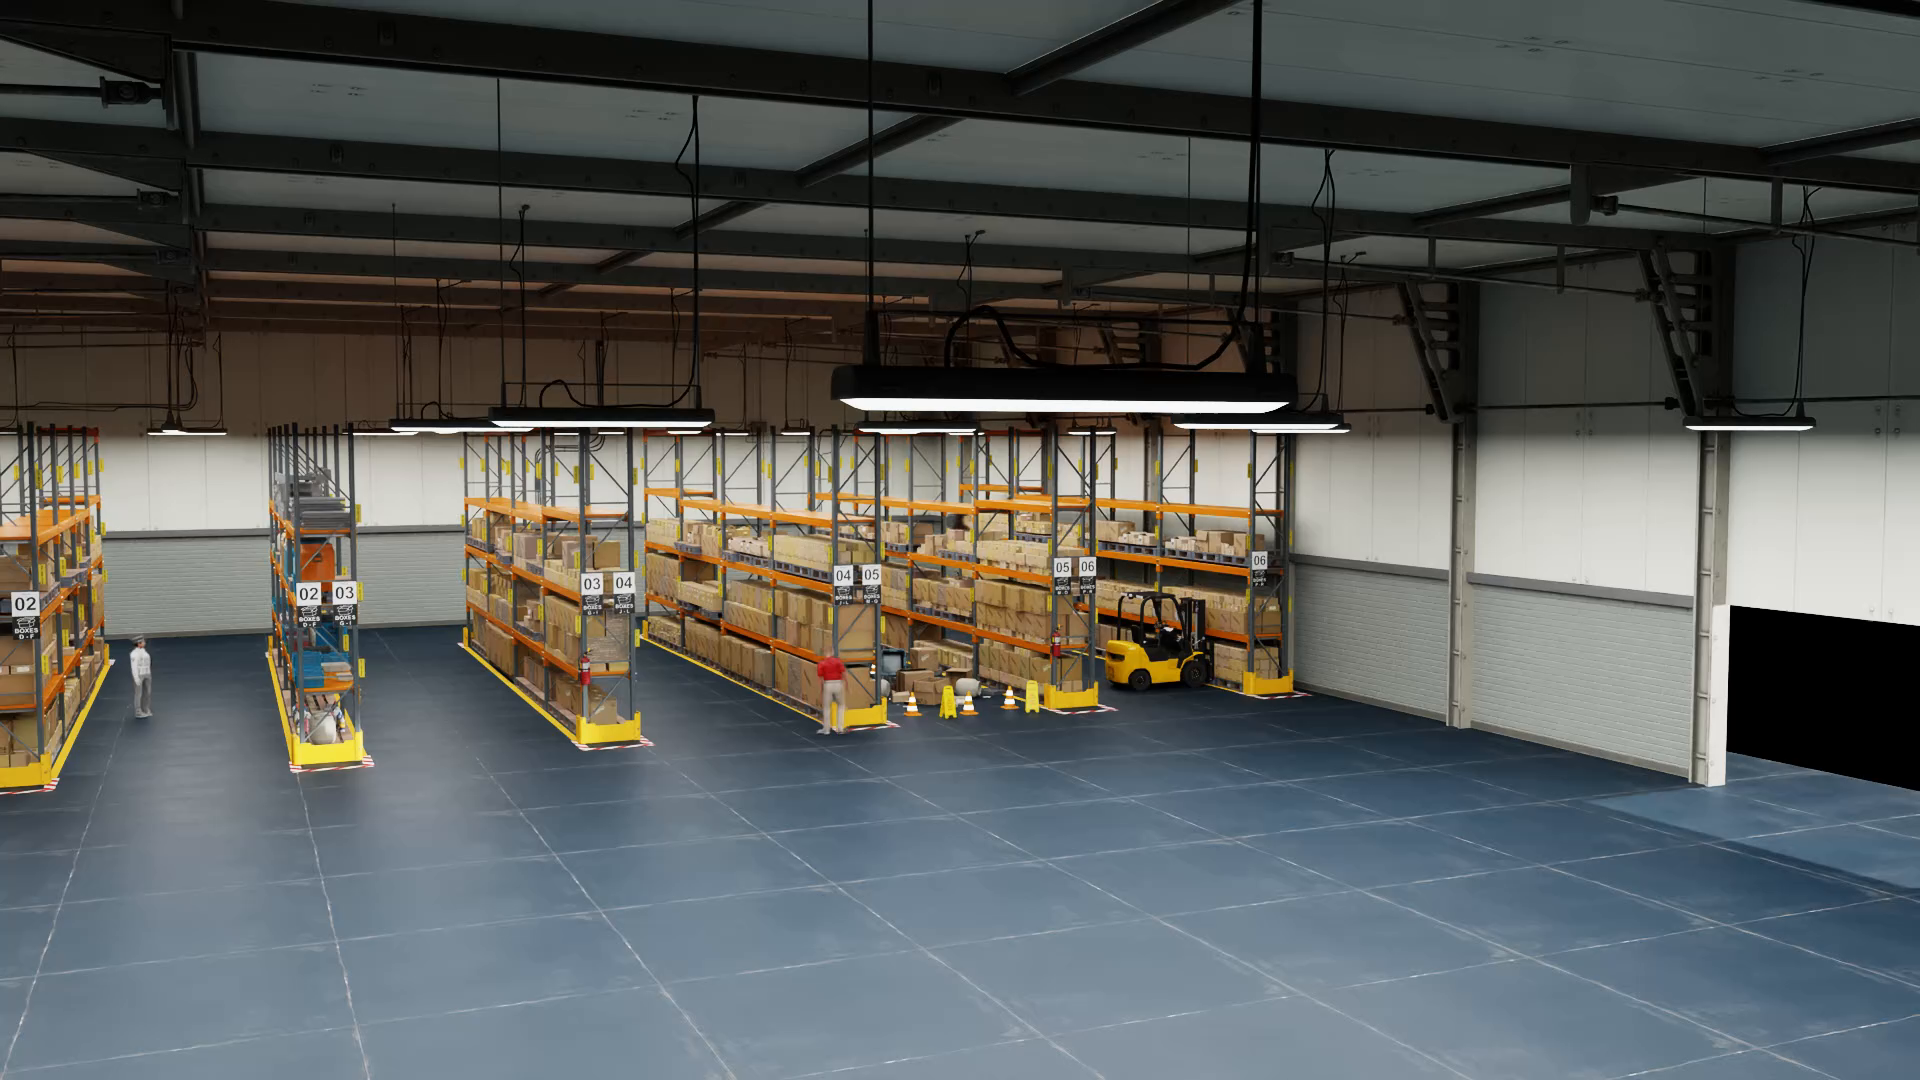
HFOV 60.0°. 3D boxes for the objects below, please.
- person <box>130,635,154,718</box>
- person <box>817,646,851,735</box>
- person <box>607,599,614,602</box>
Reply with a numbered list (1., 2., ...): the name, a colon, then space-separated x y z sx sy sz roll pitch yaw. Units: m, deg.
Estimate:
1. person: -16.813 2.808 34.163 0.370 1.720 0.544 1 4 18
2. person: -2.429 2.918 32.133 0.648 1.766 0.387 0 3 -4
3. person: -10.043 1.912 48.113 0.609 1.765 0.448 -1 4 -14
